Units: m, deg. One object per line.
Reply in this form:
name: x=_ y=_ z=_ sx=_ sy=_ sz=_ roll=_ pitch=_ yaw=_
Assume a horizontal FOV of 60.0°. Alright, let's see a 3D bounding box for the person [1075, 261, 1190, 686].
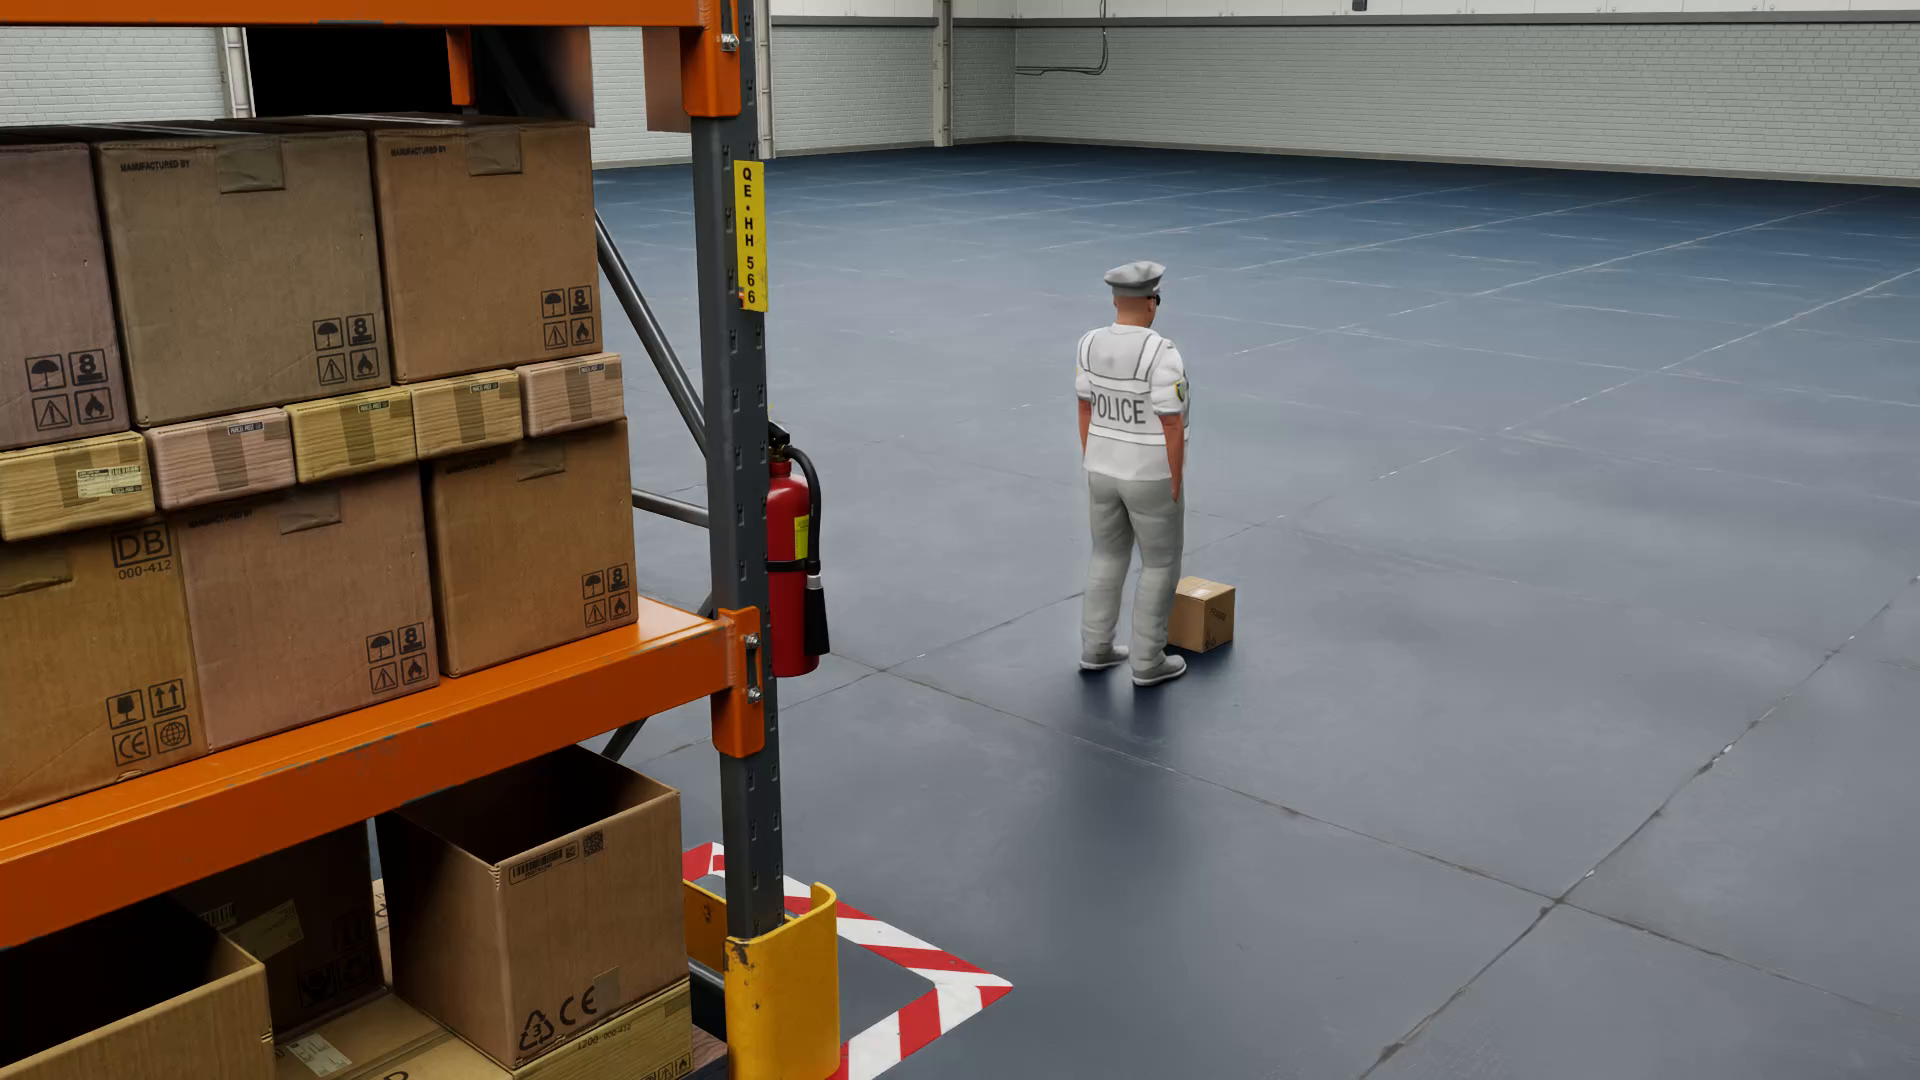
person: x=0.729 y=-0.271 z=6.959 sx=0.528 sy=1.761 sz=0.393 roll=15 pitch=22 yaw=41
